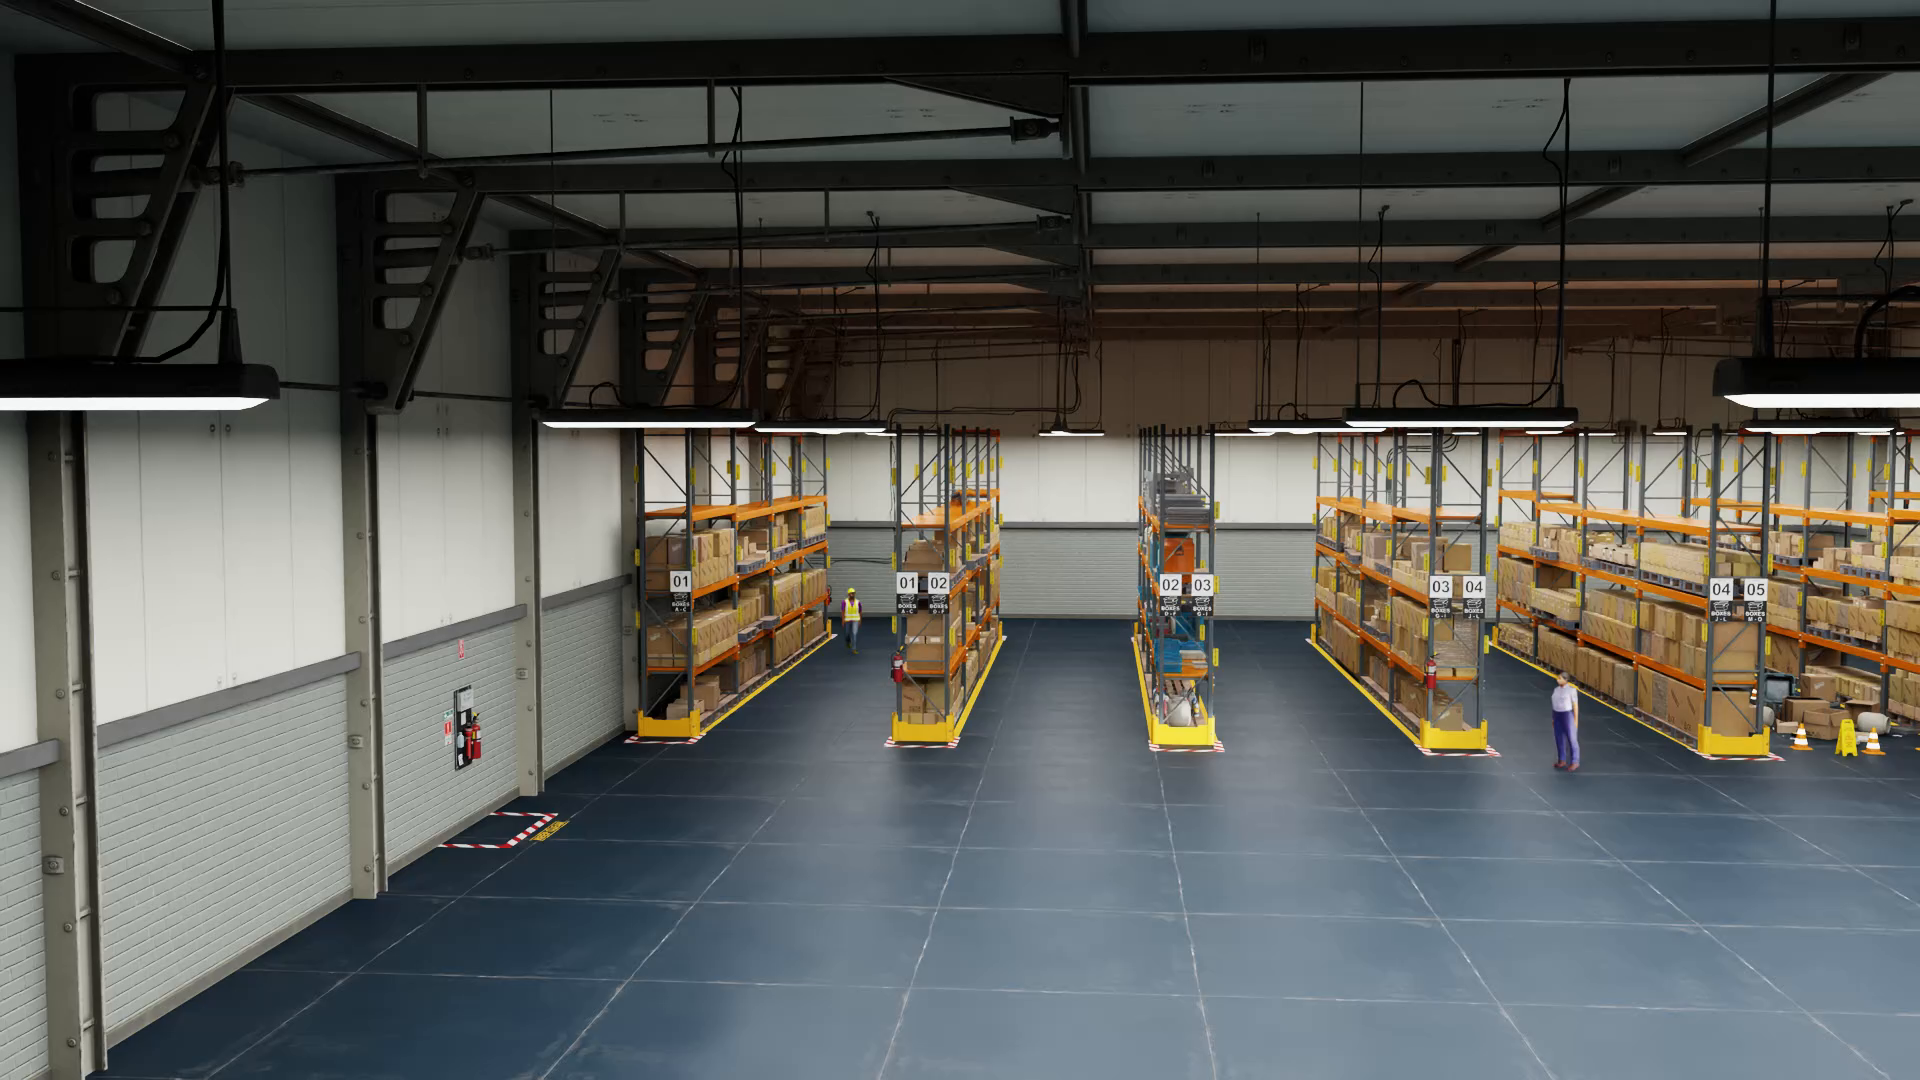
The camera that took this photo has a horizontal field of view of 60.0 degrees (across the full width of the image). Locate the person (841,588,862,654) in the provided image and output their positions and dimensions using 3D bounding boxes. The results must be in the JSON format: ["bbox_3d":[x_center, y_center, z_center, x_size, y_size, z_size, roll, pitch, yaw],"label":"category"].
[{"bbox_3d":[-2.894,2.152,44.424,0.553,1.717,0.856,0,3,1],"label":"person"}]

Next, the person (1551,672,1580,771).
[{"bbox_3d":[10.518,3.140,28.956,0.393,1.665,0.575,-3,4,-36],"label":"person"}]
